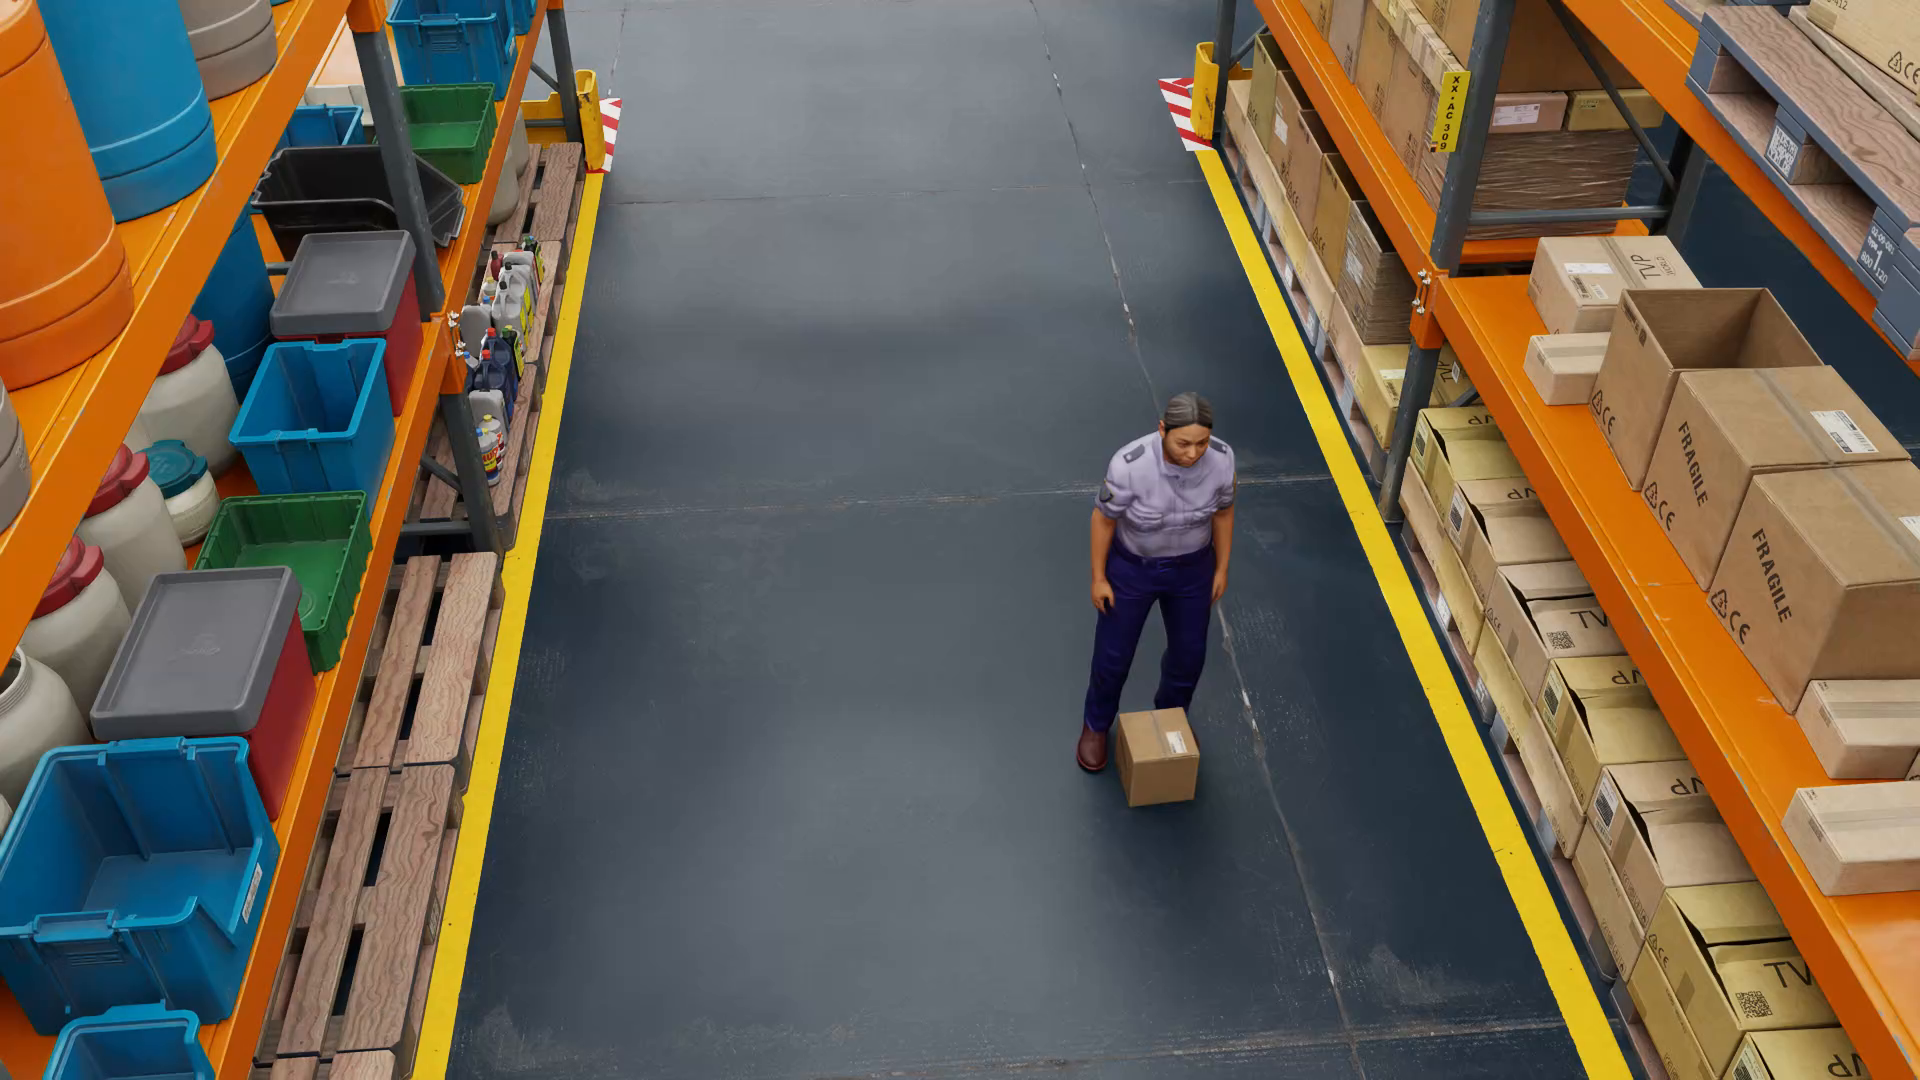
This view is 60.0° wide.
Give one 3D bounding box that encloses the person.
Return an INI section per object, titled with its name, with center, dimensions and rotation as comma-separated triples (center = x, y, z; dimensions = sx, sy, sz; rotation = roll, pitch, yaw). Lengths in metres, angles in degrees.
[person]
center = 0.710, 0.131, 6.013
dimensions = 0.549, 1.636, 0.367
rotation = -5, 40, -6
